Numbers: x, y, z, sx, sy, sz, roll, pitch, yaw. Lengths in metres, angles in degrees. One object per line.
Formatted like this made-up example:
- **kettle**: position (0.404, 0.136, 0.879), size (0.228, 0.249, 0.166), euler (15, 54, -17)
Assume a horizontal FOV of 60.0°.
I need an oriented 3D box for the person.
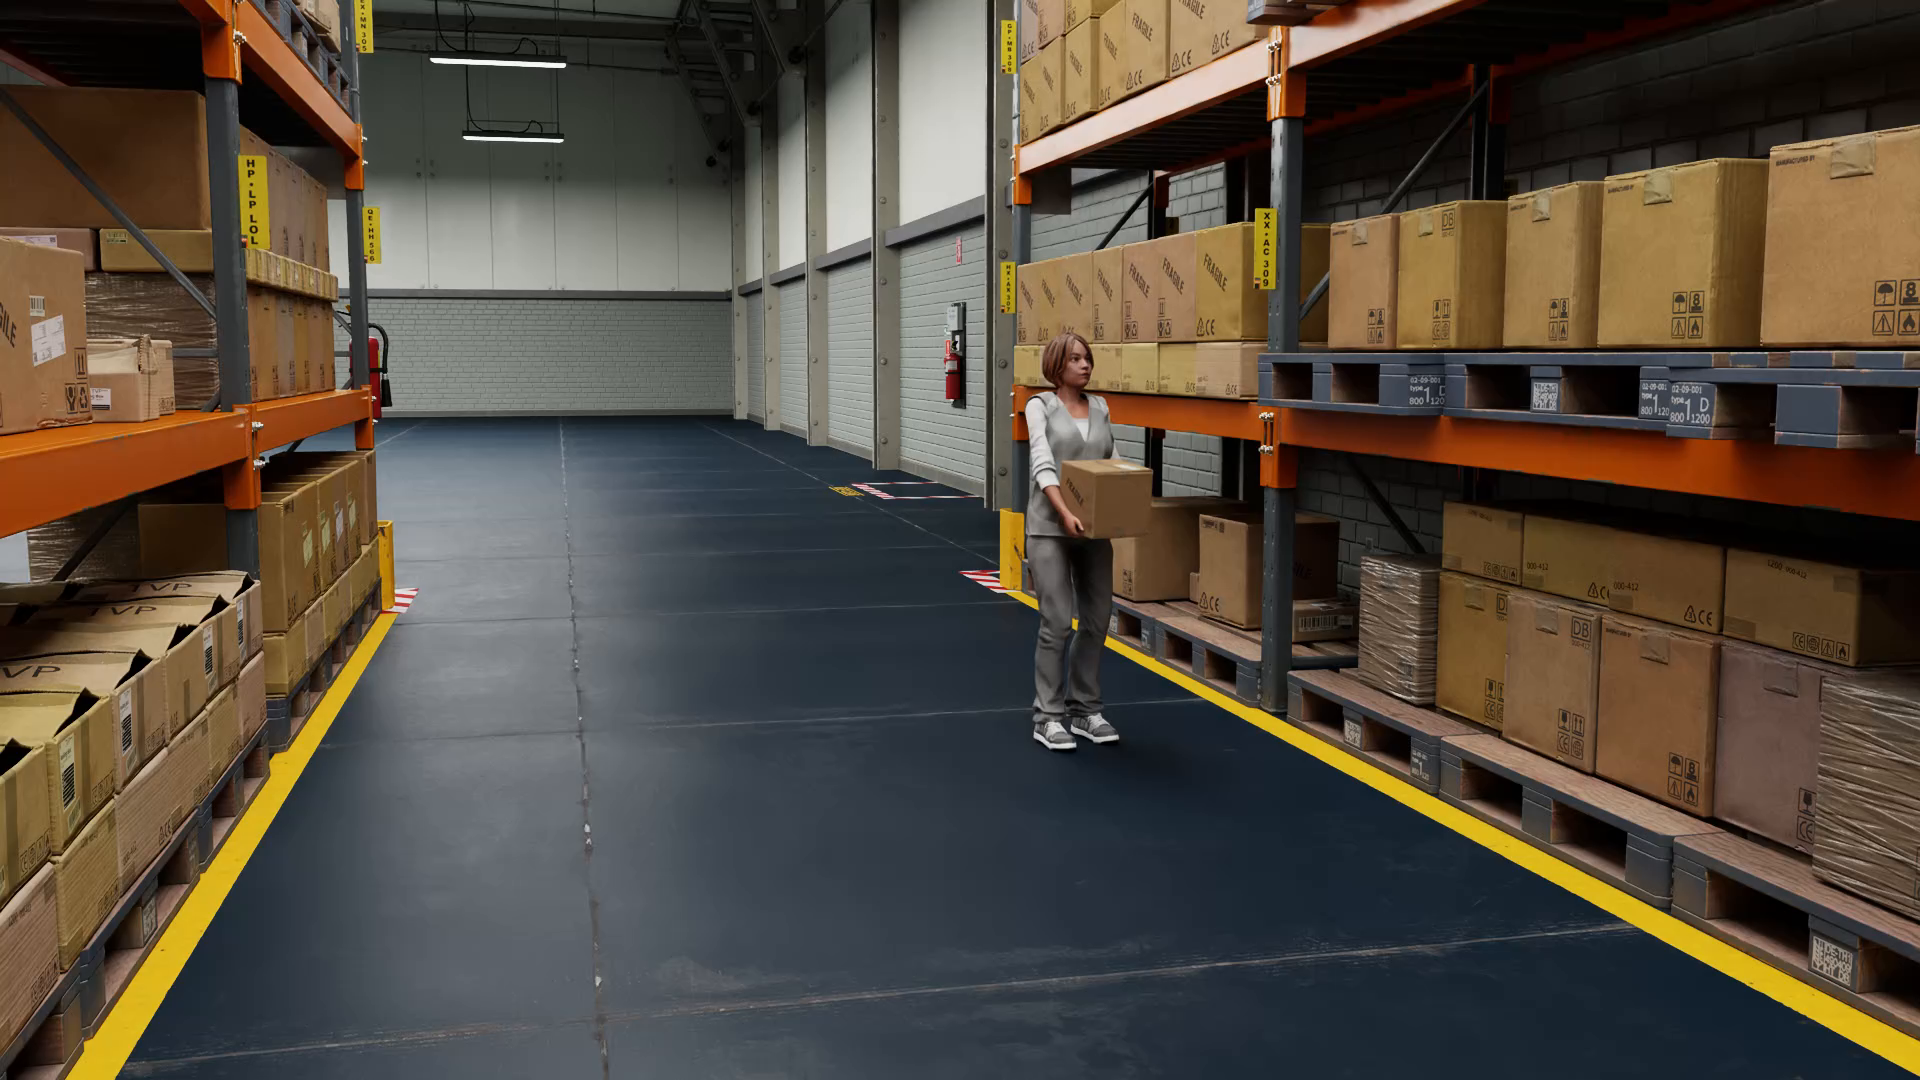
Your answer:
- **person**: position (0.466, 0.003, 6.368), size (0.408, 1.589, 0.490), euler (-3, 7, -26)
